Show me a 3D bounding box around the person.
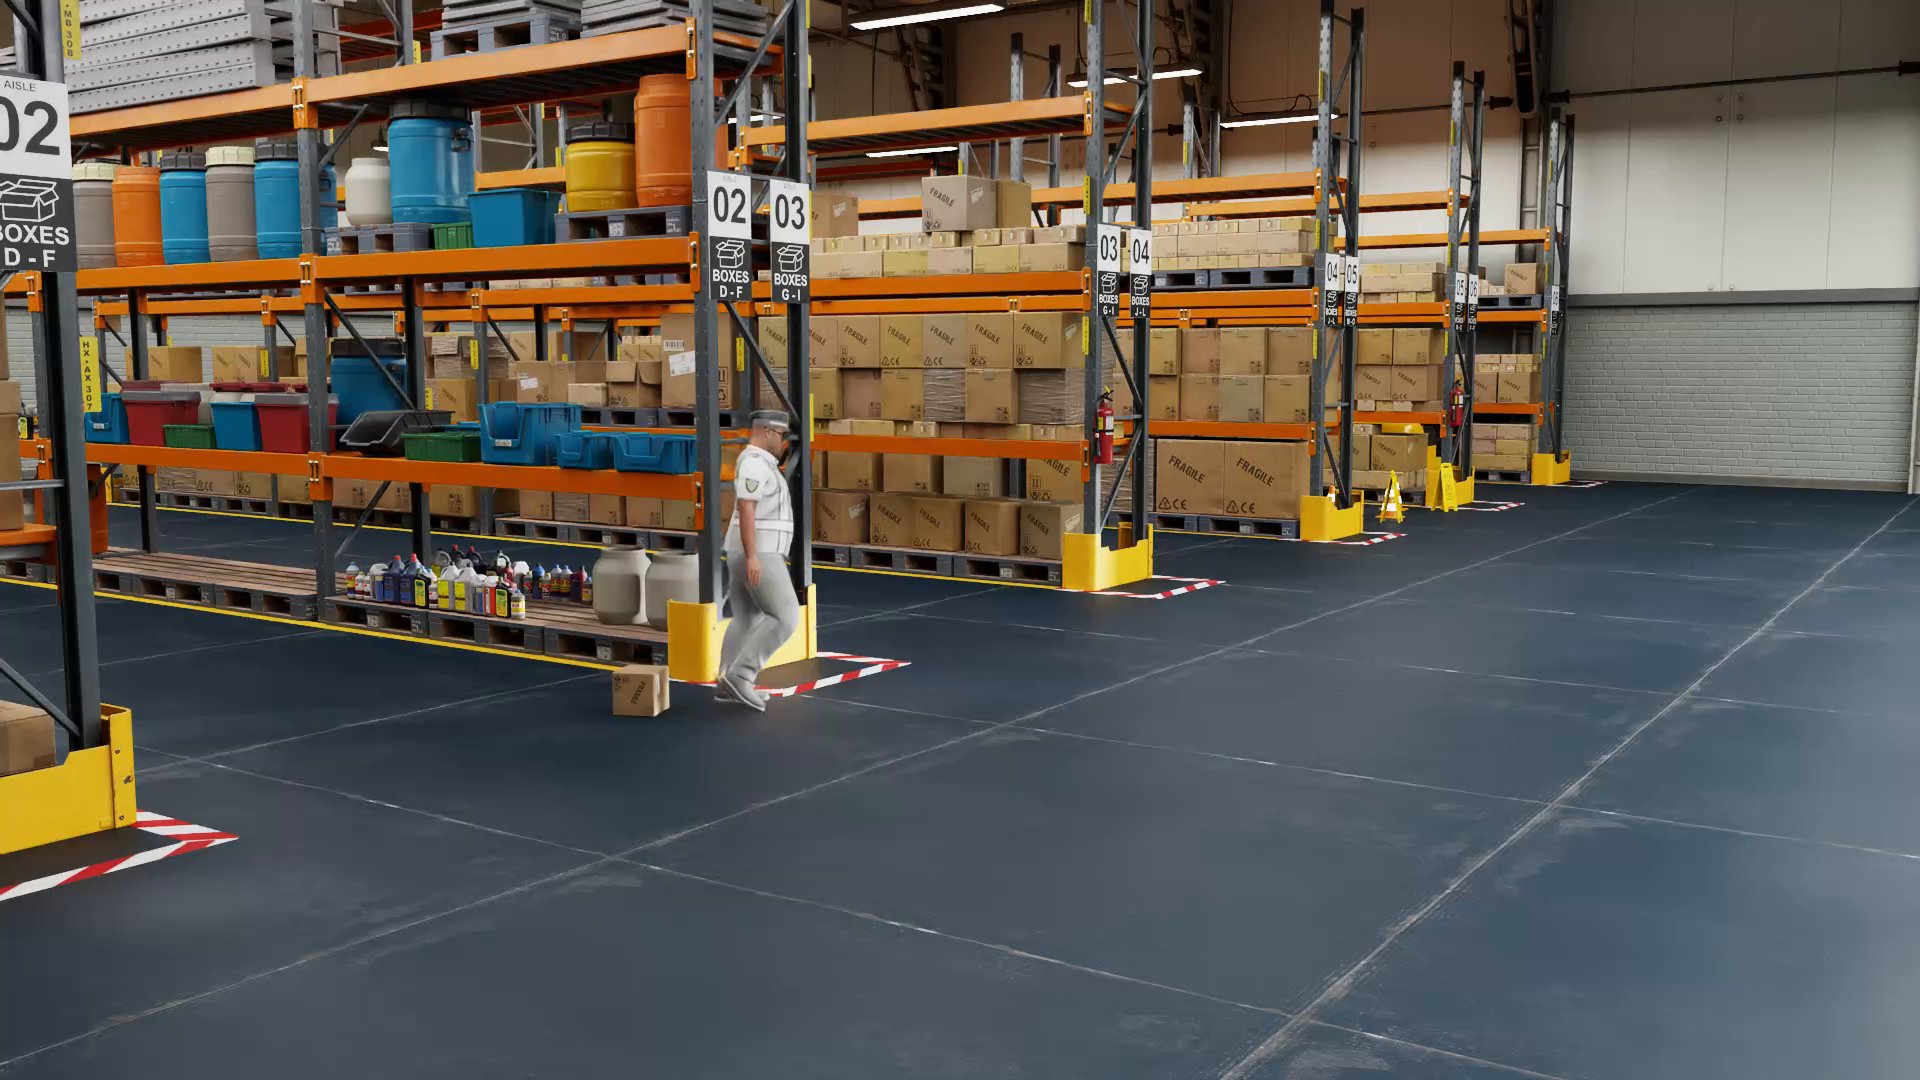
[{"bbox_3d":[-1.203,0.104,9.720,0.492,1.724,0.641,-2,6,-14],"label":"person"}]
